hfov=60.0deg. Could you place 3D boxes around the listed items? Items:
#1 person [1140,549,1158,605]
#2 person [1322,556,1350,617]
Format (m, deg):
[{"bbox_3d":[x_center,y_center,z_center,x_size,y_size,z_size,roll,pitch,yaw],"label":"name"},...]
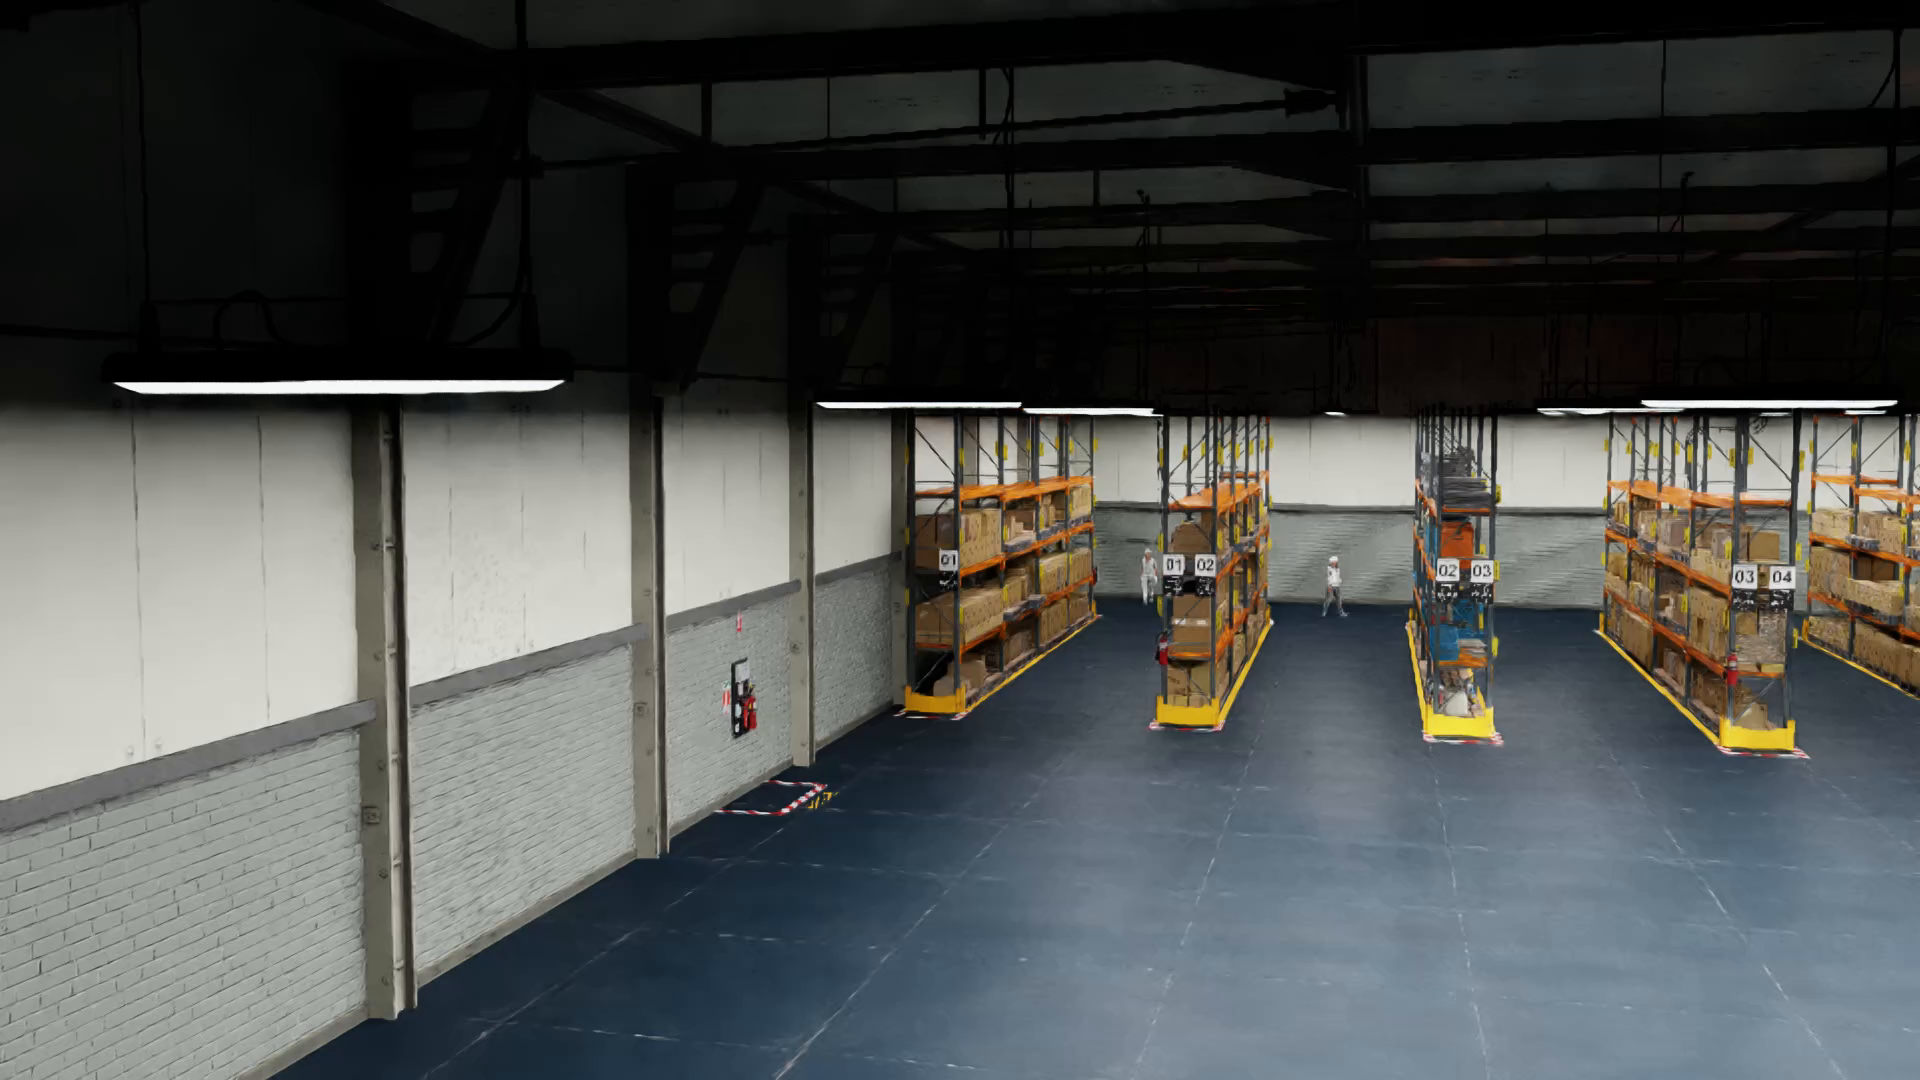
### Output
[{"bbox_3d":[5.810,1.129,51.205,0.565,1.736,1.045,1,4,13],"label":"person"},{"bbox_3d":[10.825,1.331,48.052,0.733,1.762,0.566,-3,5,-38],"label":"person"}]
